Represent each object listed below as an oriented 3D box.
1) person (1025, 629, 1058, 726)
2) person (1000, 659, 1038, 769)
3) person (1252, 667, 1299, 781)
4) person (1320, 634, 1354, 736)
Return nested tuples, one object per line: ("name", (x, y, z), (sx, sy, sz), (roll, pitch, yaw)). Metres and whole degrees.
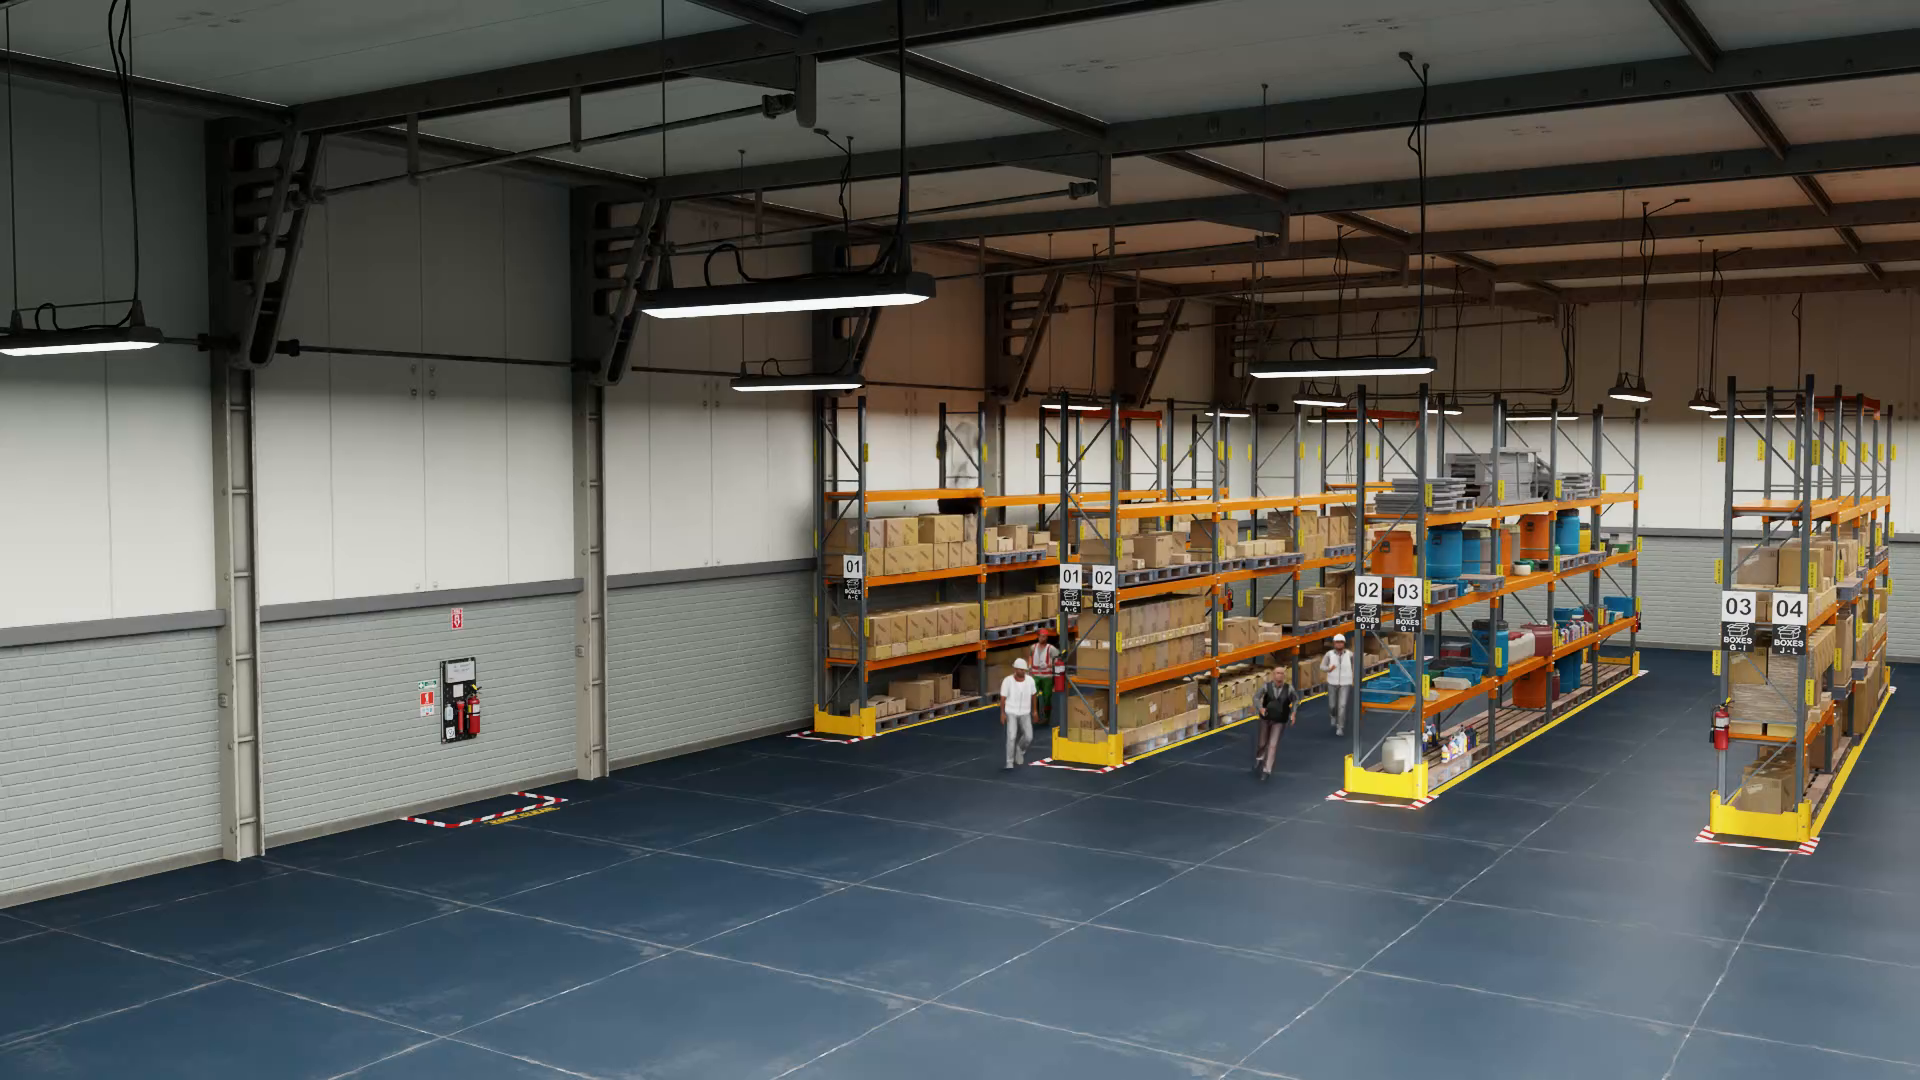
("person", (1.484, 2.512, 30.399), (0.641, 1.778, 0.694), (1, 3, 17))
("person", (0.916, 2.741, 26.400), (0.649, 1.751, 0.565), (-1, 3, -15))
("person", (4.837, 2.801, 25.569), (0.727, 1.693, 0.955), (1, 3, 14))
("person", (6.743, 2.548, 29.588), (0.675, 1.760, 0.907), (1, 3, 13))
